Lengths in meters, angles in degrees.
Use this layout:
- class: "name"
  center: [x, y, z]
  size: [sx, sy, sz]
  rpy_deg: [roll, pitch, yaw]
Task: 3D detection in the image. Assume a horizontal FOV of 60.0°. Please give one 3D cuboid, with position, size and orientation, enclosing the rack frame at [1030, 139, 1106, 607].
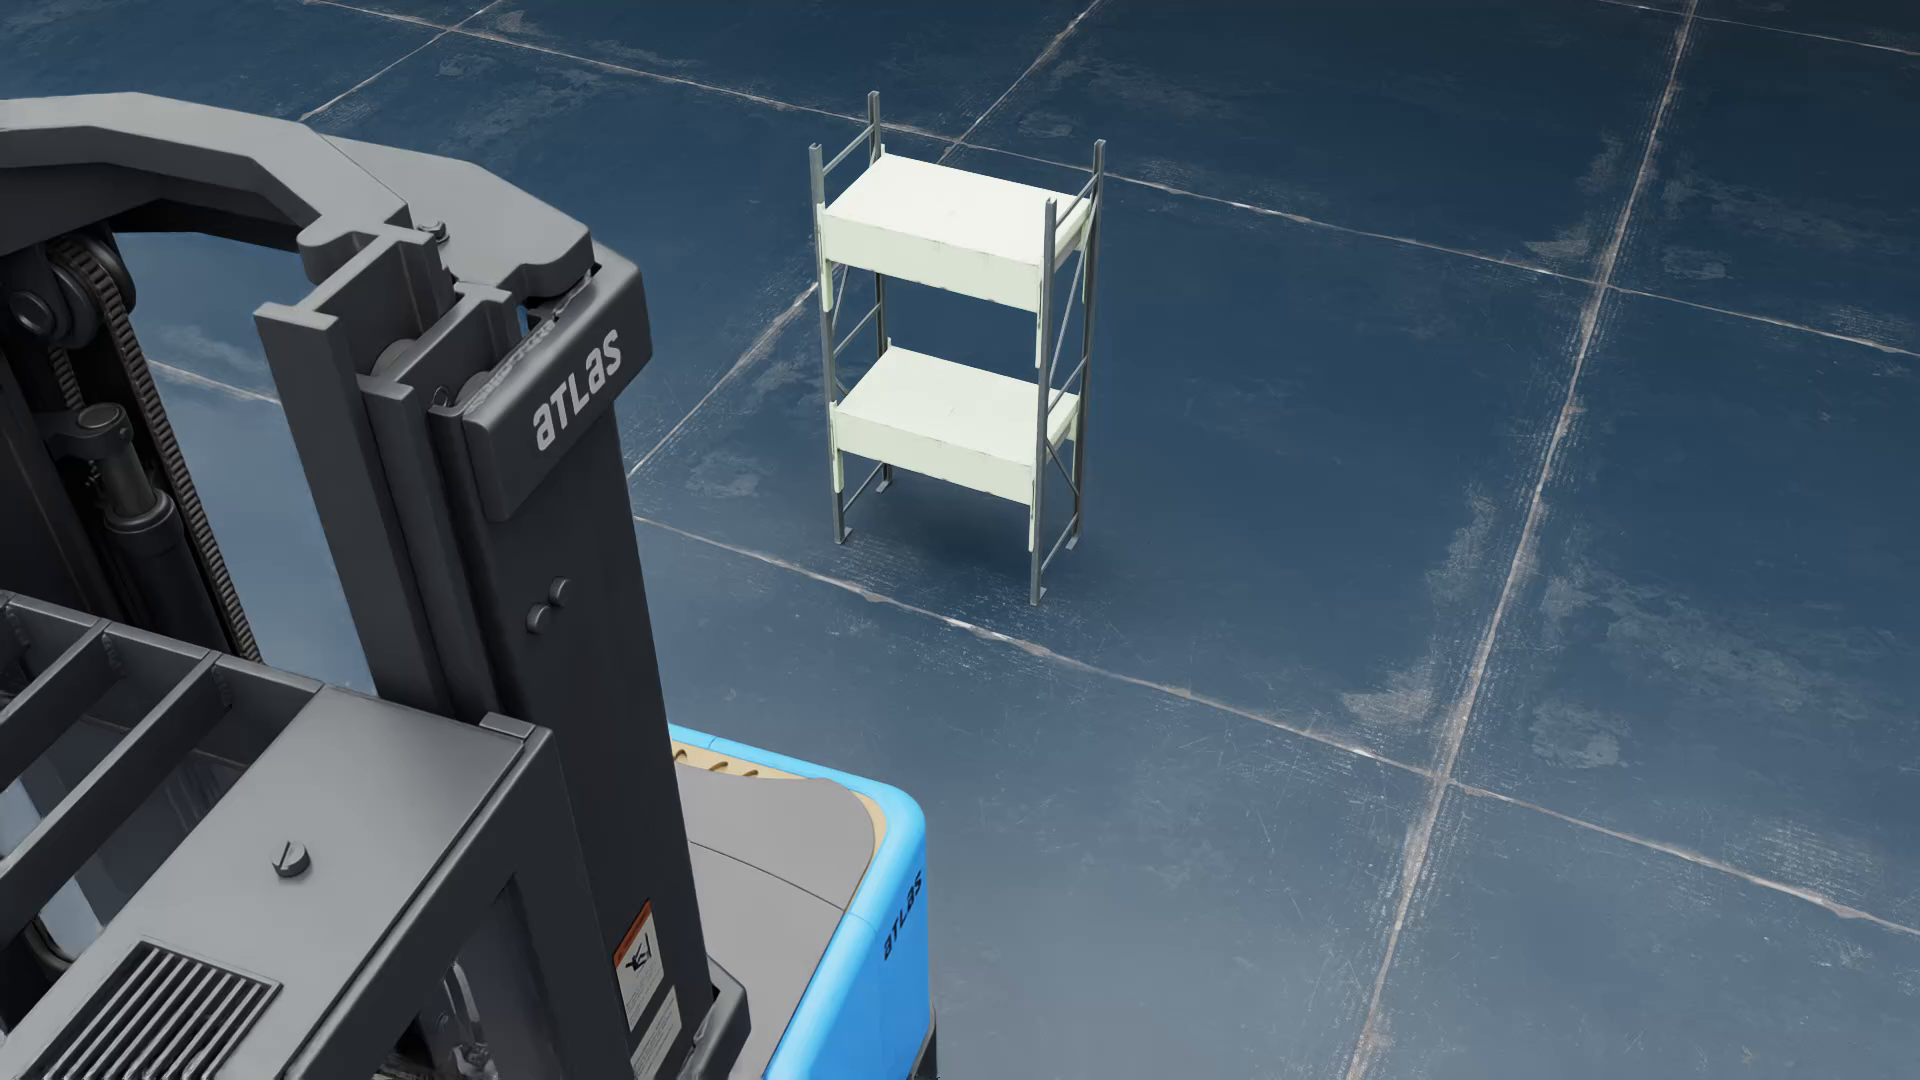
- class: "rack frame"
  center: [0.326, -0.467, 5.144]
  size: [0.023, 1.500, 0.400]
  rpy_deg: [17, 44, 19]

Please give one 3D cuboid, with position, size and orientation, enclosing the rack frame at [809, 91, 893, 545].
- class: "rack frame"
  center: [-0.338, -0.670, 5.378]
  size: [0.023, 1.500, 0.400]
  rpy_deg: [17, 44, 19]

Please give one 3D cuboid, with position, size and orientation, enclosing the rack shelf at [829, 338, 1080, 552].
- class: "rack shelf"
  center: [-0.006, -0.322, 5.474]
  size: [0.720, 0.370, 0.431]
  rpy_deg: [17, 44, 19]

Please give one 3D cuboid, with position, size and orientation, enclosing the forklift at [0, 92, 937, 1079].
- class: "forklift"
  center: [-1.035, 1.040, 2.312]
  size: [1.130, 2.935, 3.031]
  rpy_deg: [13, 43, 15]

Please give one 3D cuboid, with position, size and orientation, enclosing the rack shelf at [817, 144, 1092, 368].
- class: "rack shelf"
  center: [-0.006, -0.863, 5.005]
  size: [0.720, 0.370, 0.431]
  rpy_deg: [17, 44, 19]

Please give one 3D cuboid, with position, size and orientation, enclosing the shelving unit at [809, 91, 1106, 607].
- class: "shelving unit"
  center: [-0.006, -0.569, 5.261]
  size: [0.755, 1.500, 0.431]
  rpy_deg: [17, 44, 19]
